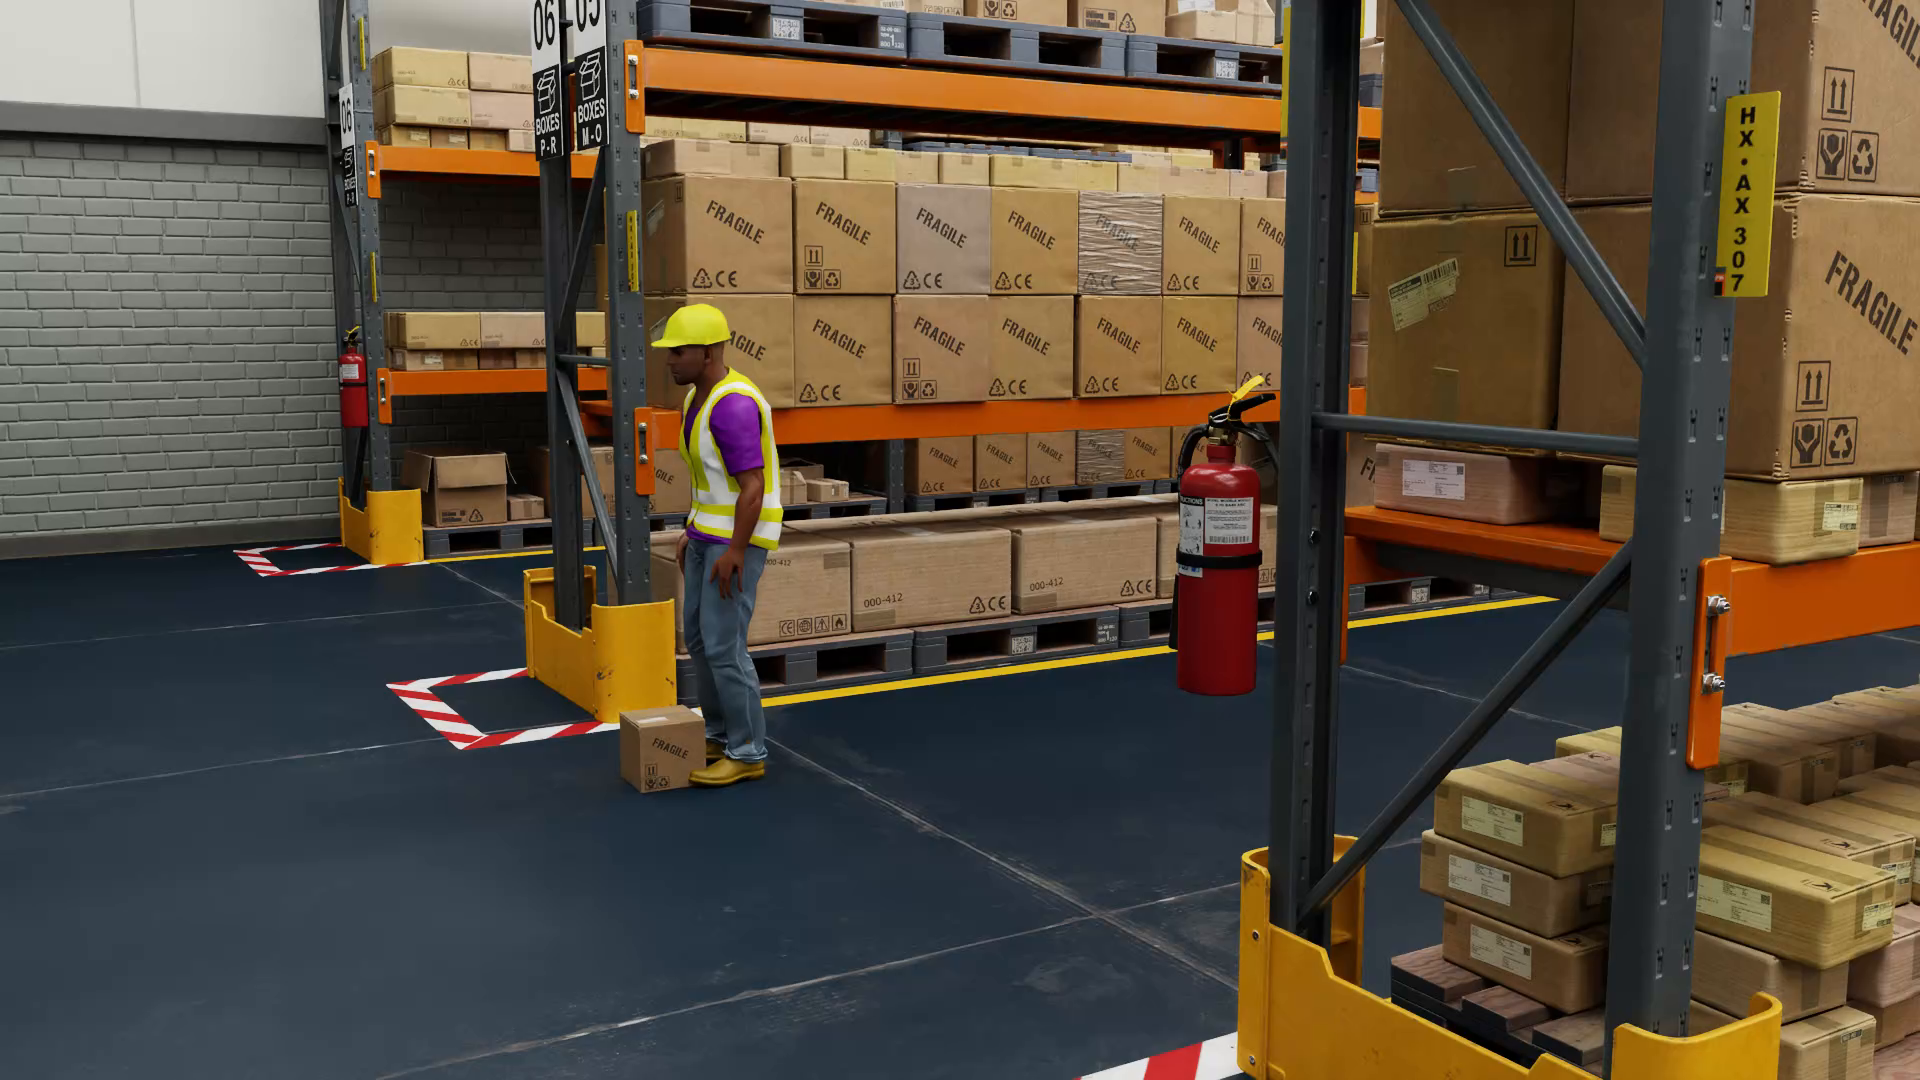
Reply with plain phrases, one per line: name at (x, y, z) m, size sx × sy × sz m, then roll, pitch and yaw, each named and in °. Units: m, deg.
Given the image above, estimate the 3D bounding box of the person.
person at (-0.906, 0.010, 6.183) m, size 0.457 × 1.761 × 0.628 m, roll -4°, pitch 9°, yaw -25°
